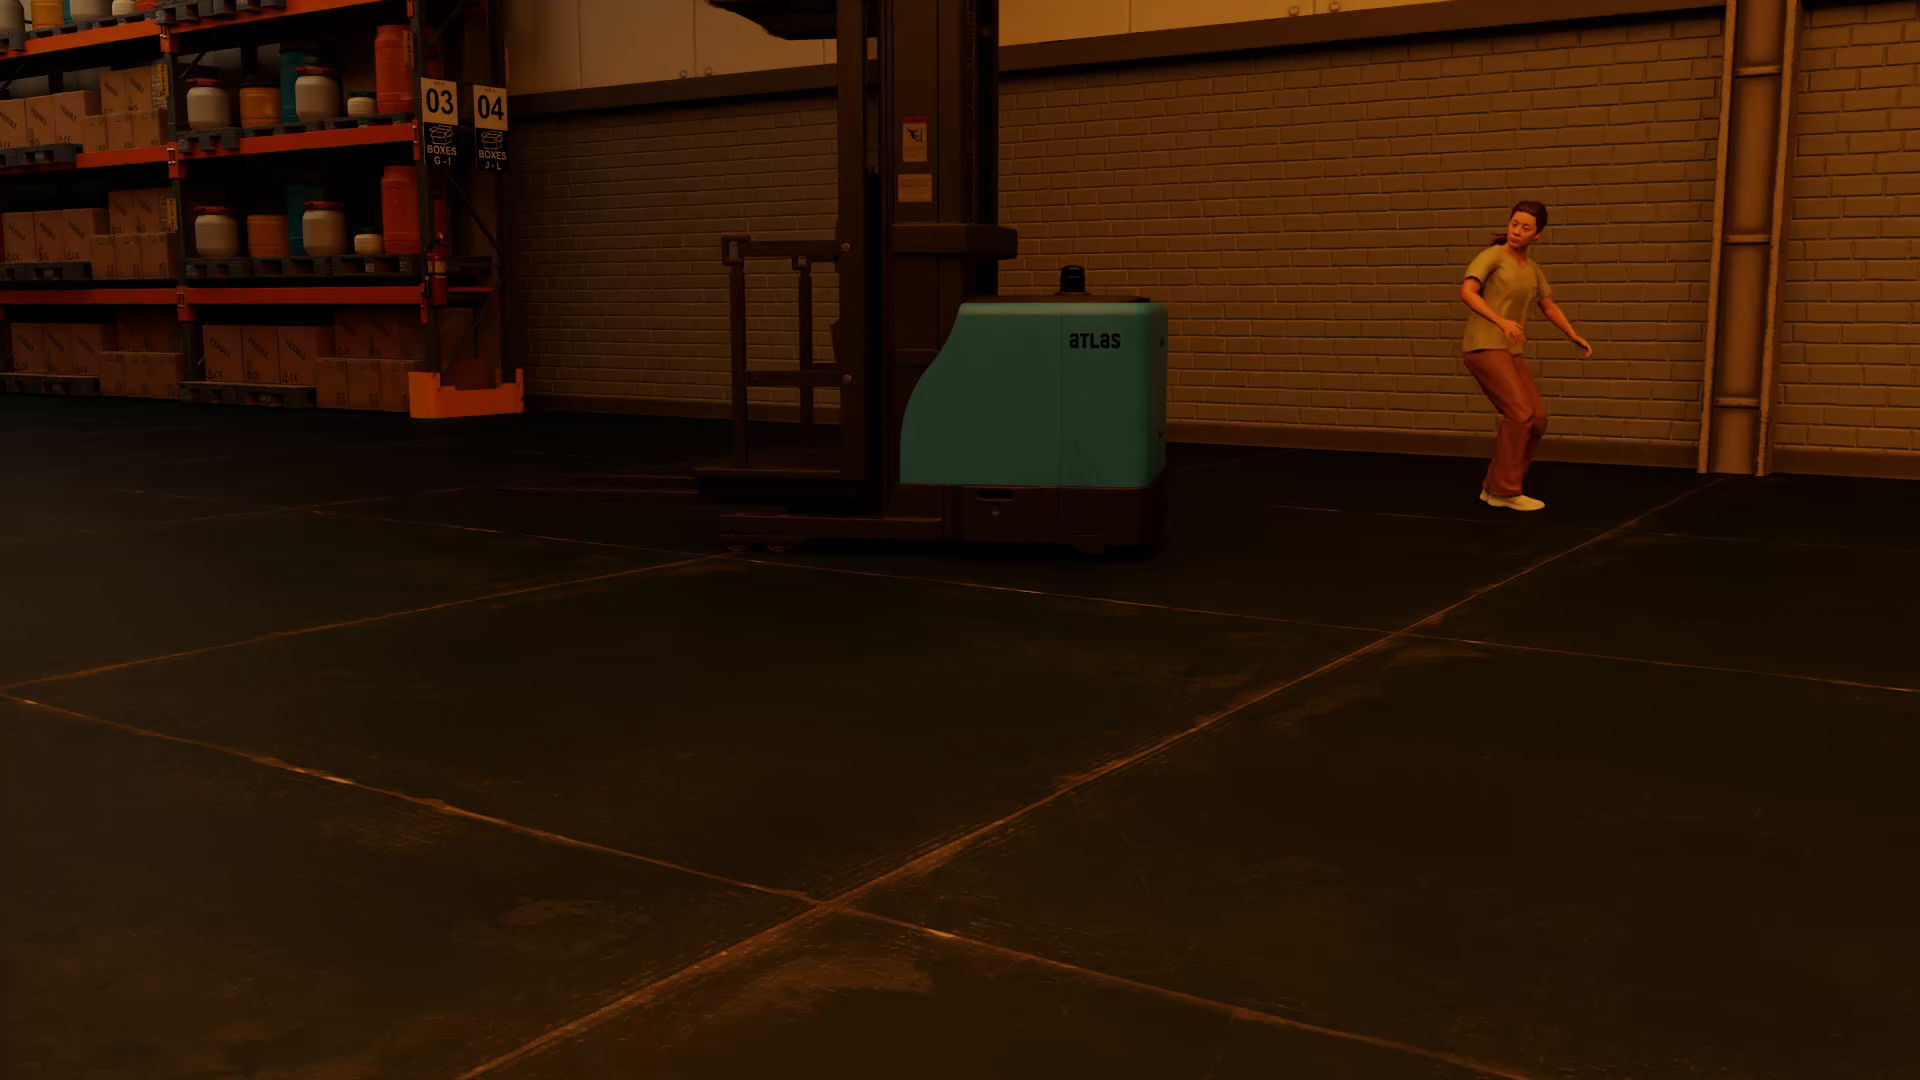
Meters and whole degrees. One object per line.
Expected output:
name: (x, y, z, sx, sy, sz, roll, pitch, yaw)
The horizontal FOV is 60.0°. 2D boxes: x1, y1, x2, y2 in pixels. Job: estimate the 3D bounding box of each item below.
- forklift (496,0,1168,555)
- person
forklift: (-0.596, -1.469, 7.520, 3.031, 2.935, 1.130, 2, 8, 12)
person: (2.907, -0.880, 8.764, 0.603, 1.336, 0.420, -7, 11, -40)
